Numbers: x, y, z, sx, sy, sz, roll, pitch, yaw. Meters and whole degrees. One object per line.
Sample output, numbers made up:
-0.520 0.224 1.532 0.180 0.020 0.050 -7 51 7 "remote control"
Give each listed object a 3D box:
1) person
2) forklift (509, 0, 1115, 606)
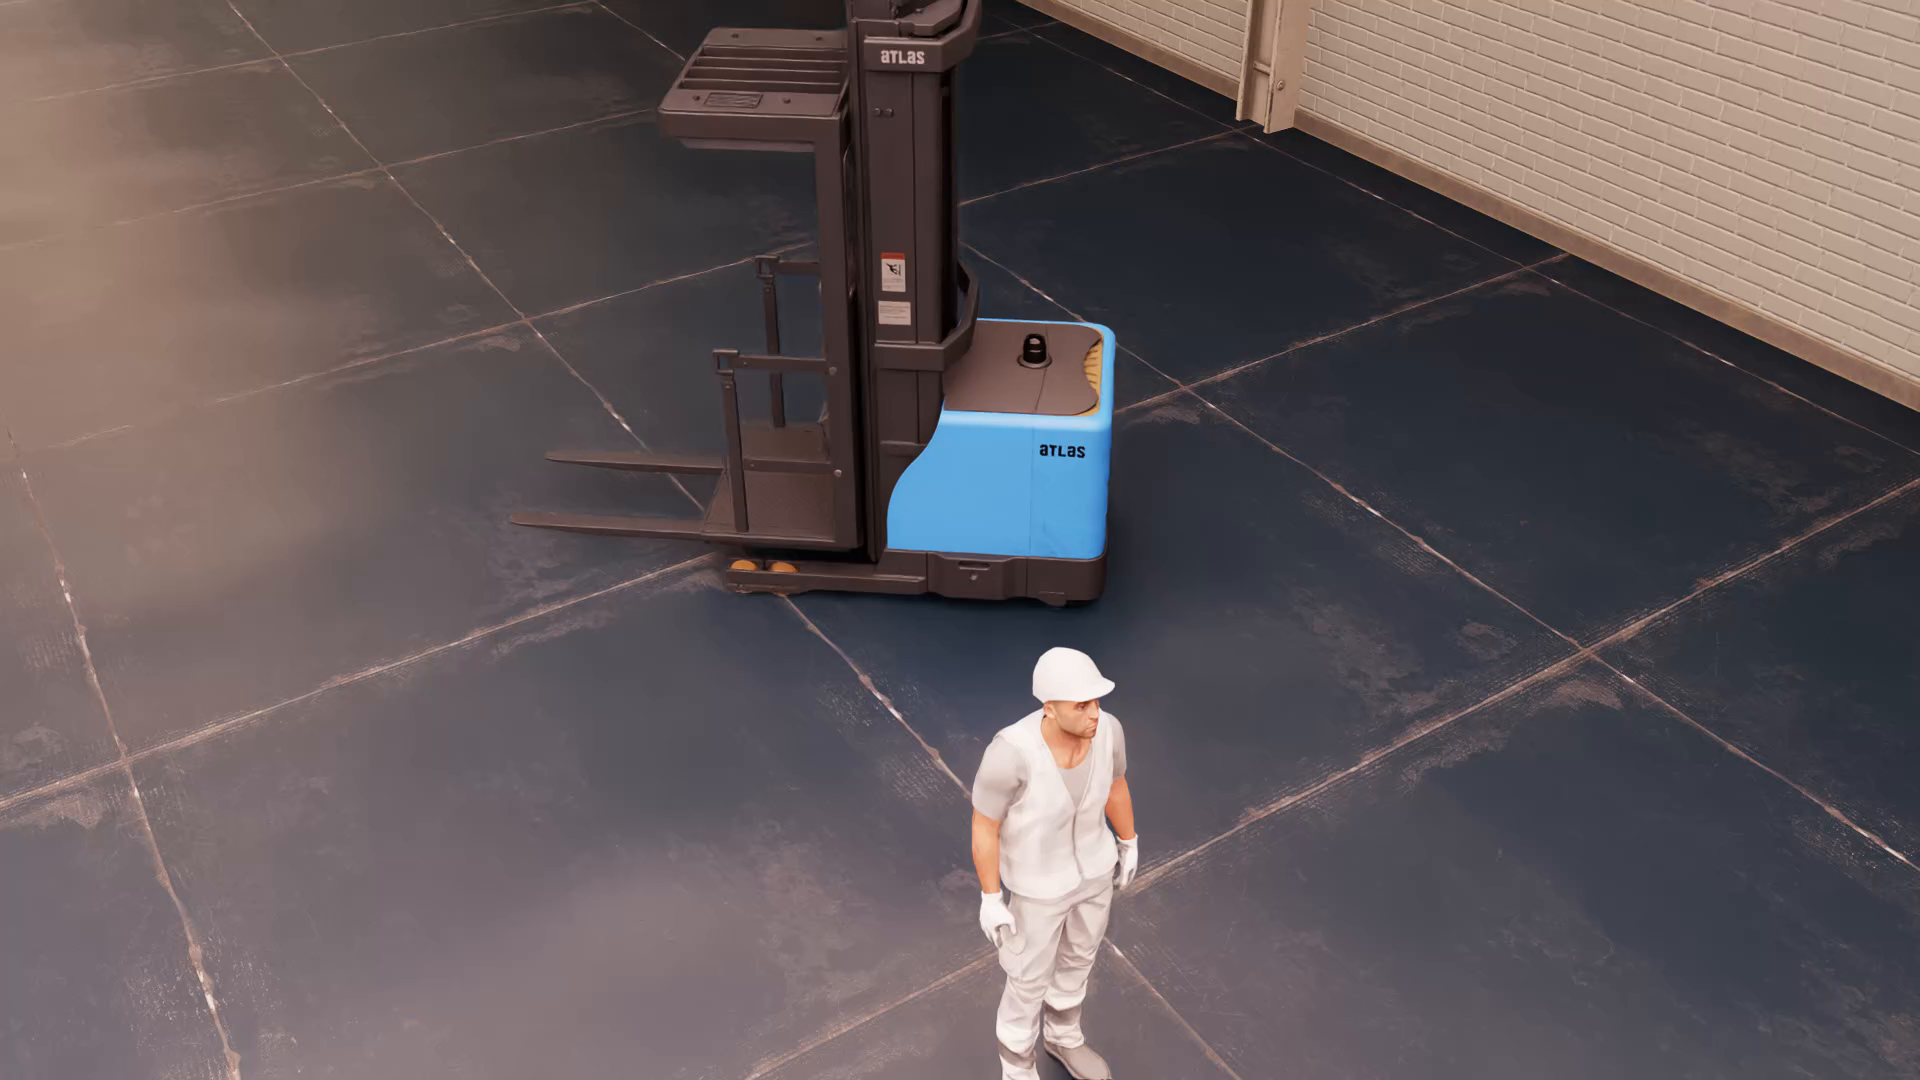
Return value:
0.360 1.153 5.493 0.636 1.792 0.541 -20 40 -26 "person"
-0.755 -1.220 7.883 3.031 2.935 1.130 3 35 4 "forklift"
